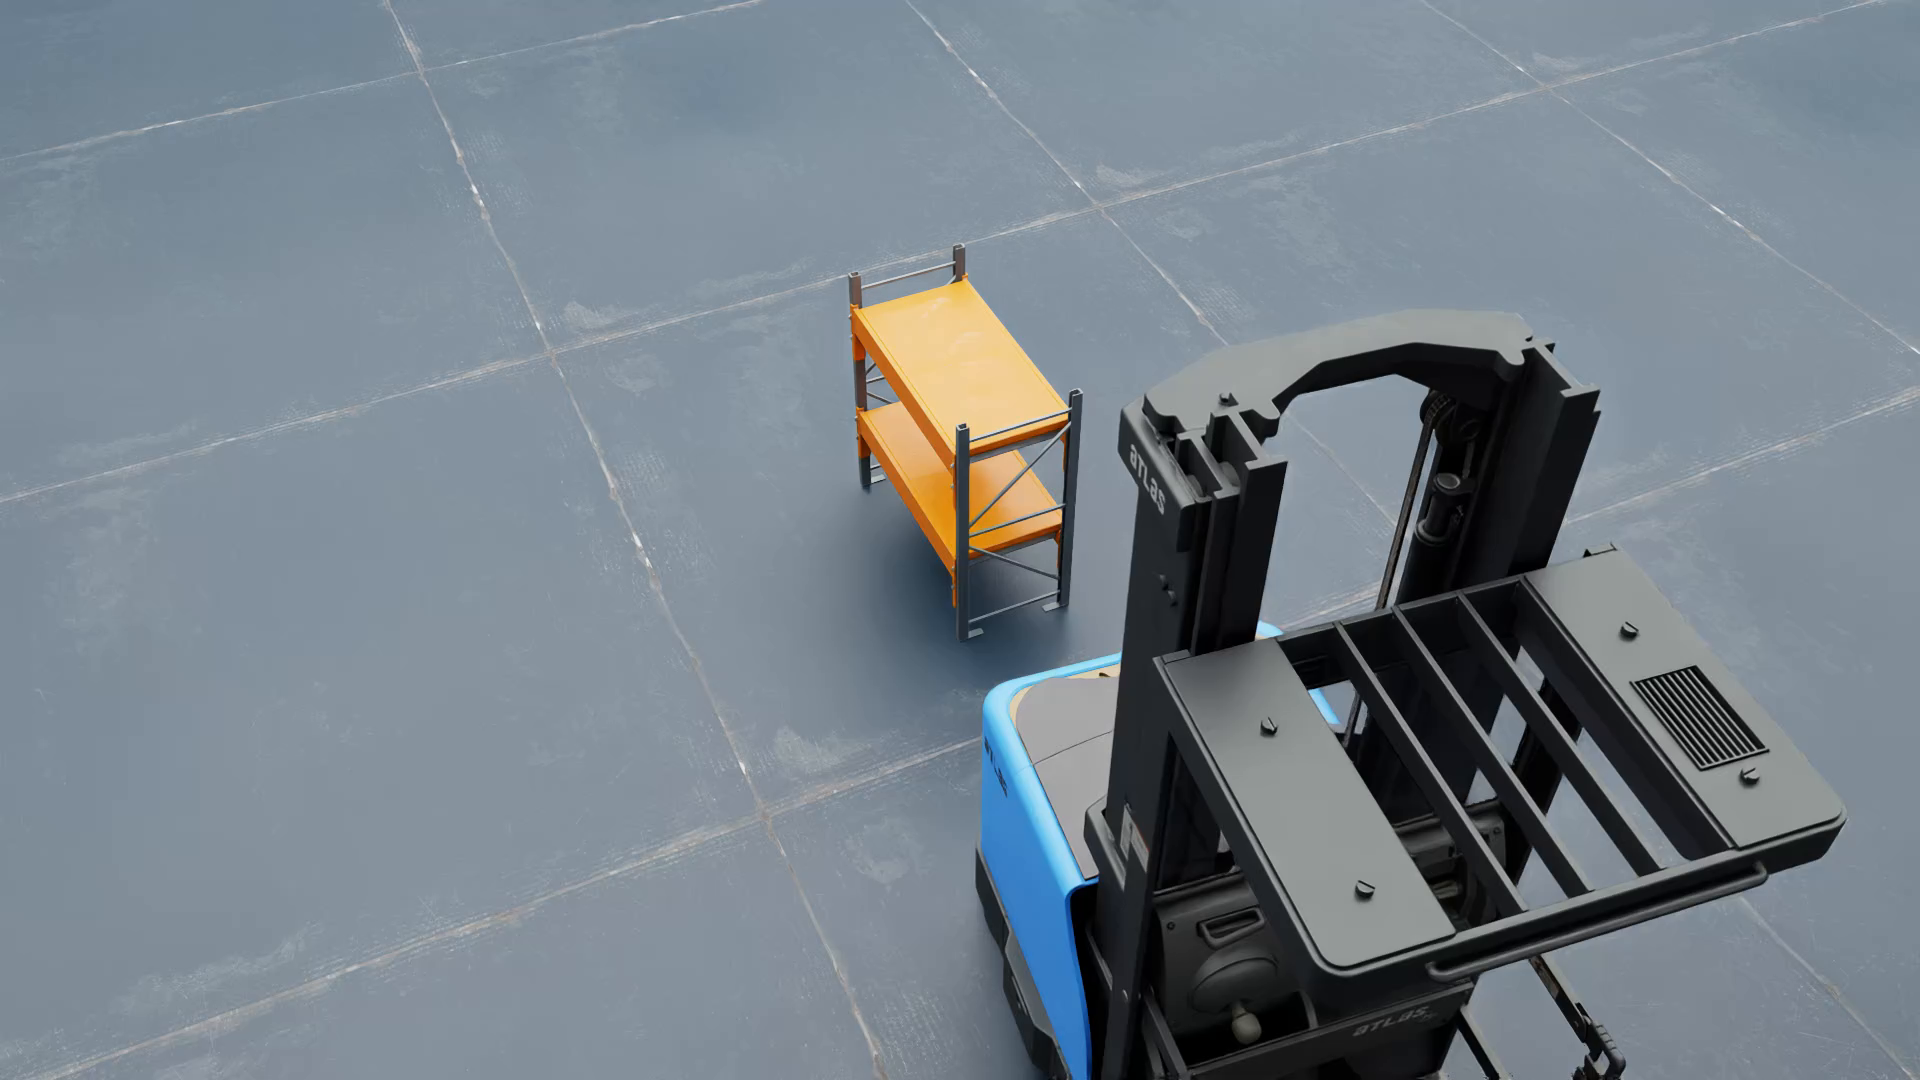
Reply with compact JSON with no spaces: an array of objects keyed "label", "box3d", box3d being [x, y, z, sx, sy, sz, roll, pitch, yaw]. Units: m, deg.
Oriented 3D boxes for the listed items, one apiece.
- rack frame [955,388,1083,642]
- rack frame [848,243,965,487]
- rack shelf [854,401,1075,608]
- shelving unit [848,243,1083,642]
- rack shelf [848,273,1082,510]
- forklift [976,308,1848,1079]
[{"label":"rack frame","box3d":[0.217,-0.072,6.391,0.500,1.125,0.032,-18,47,-17]},{"label":"rack frame","box3d":[-0.211,-0.720,7.048,0.500,1.125,0.032,-18,47,-17]},{"label":"rack shelf","box3d":[0.003,-0.222,6.891,0.538,0.278,1.000,-18,47,-17]},{"label":"shelving unit","box3d":[0.003,-0.396,6.719,0.538,1.125,1.048,-18,47,-17]},{"label":"rack shelf","box3d":[0.003,-0.604,6.514,0.538,0.278,1.000,-18,47,-17]},{"label":"forklift","box3d":[0.995,1.054,3.964,1.130,2.935,3.031,-13,46,-13]}]
